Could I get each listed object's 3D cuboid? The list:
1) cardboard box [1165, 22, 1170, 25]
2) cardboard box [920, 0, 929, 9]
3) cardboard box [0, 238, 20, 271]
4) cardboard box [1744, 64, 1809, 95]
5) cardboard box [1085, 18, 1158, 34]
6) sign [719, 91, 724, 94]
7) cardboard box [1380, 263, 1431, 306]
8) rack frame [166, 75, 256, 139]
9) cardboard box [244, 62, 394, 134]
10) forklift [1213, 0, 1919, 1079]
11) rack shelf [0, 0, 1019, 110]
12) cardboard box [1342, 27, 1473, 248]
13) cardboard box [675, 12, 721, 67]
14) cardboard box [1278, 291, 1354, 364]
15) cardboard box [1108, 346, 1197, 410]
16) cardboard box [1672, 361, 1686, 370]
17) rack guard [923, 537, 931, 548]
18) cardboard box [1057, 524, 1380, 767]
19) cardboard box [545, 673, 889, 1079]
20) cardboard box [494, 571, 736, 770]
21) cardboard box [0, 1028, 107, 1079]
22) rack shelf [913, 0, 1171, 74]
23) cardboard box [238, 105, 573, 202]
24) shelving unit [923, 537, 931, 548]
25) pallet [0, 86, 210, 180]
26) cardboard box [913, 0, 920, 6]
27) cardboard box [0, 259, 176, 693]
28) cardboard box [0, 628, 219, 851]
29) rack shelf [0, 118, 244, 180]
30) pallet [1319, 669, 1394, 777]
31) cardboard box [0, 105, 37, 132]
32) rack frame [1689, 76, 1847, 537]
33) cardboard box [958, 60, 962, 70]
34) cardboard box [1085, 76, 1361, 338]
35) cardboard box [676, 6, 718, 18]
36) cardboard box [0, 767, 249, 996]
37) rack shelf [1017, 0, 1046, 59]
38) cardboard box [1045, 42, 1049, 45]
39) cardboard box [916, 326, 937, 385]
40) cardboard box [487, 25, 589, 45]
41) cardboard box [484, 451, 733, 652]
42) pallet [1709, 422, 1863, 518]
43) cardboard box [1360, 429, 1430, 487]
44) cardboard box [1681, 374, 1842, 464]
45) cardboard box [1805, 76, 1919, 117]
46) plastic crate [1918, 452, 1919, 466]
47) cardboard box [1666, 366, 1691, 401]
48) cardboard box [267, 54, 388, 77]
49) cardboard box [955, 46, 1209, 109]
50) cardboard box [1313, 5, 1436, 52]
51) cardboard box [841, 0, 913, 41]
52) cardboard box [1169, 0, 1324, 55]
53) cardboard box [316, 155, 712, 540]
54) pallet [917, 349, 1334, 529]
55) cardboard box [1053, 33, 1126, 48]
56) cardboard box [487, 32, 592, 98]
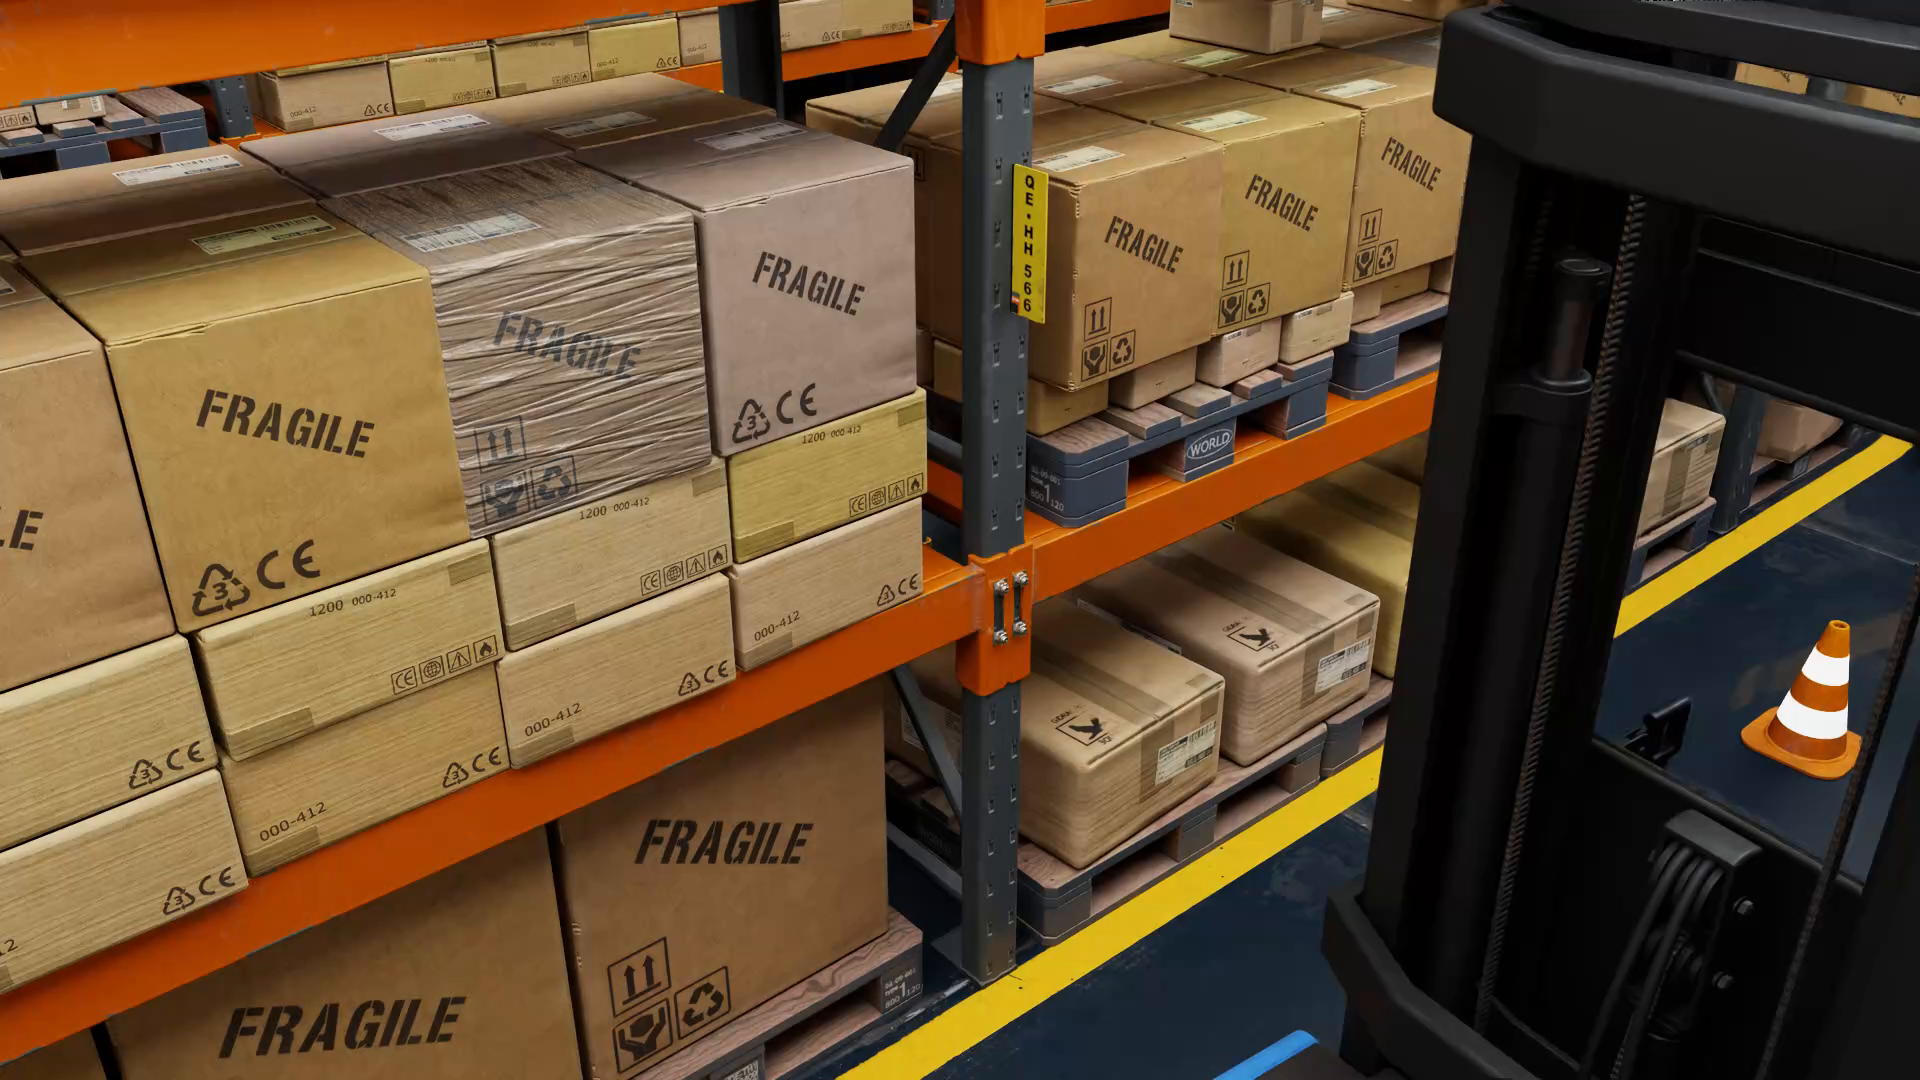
[{"bbox_3d":[1.735,-3.379,11.301,0.500,0.250,0.500,-21,35,-34],"label":"cardboard box"},{"bbox_3d":[0.109,-3.397,9.818,0.500,0.500,0.500,-23,36,-36],"label":"cardboard box"},{"bbox_3d":[-1.911,-0.269,2.904,0.500,0.500,0.500,-21,35,-34],"label":"cardboard box"},{"bbox_3d":[2.624,-1.669,5.823,0.500,0.500,0.500,-23,36,-36],"label":"cardboard box"},{"bbox_3d":[0.997,-3.411,11.361,0.500,0.250,0.500,-23,36,-36],"label":"cardboard box"},{"bbox_3d":[-0.576,-0.976,4.249,0.005,0.325,0.100,-22,35,-35],"label":"sign"},{"bbox_3d":[1.171,-0.836,4.953,0.250,0.149,0.380,-20,34,-33],"label":"cardboard box"},{"bbox_3d":[-3.441,-2.087,7.473,0.127,3.000,1.000,-22,35,-35],"label":"rack frame"},{"bbox_3d":[-2.945,-2.069,7.598,0.500,0.250,0.500,-22,35,-35],"label":"cardboard box"},{"bbox_3d":[1.460,0.495,2.715,3.031,2.935,1.130,-18,33,-30],"label":"forklift"},{"bbox_3d":[-1.738,-0.702,2.462,4.000,0.370,1.077,-22,35,-35],"label":"rack shelf"},{"bbox_3d":[1.453,-1.201,4.947,0.500,0.500,0.500,-23,36,-37],"label":"cardboard box"},{"bbox_3d":[-1.388,-2.700,8.779,0.500,0.250,0.500,-22,35,-35],"label":"cardboard box"},{"bbox_3d":[0.849,-0.634,4.575,0.250,0.149,0.380,-22,35,-35],"label":"cardboard box"},{"bbox_3d":[0.388,-0.490,4.305,0.250,0.149,0.380,-24,37,-38],"label":"cardboard box"},{"bbox_3d":[3.102,-1.112,7.325,0.500,0.500,0.500,-22,35,-36],"label":"cardboard box"},{"bbox_3d":[-0.321,0.019,6.450,0.087,0.250,0.587,-22,35,-35],"label":"rack guard"},{"bbox_3d":[0.776,0.267,5.409,0.625,0.372,0.950,-23,36,-36],"label":"cardboard box"},{"bbox_3d":[-0.796,0.625,4.207,0.875,0.875,0.875,-22,35,-35],"label":"cardboard box"},{"bbox_3d":[-0.811,0.168,3.413,0.500,0.250,0.500,-21,35,-34],"label":"cardboard box"},{"bbox_3d":[-2.158,1.170,3.187,0.875,0.875,0.875,-21,34,-34],"label":"cardboard box"},{"bbox_3d":[1.124,-3.605,11.077,4.000,0.370,1.077,-22,35,-35],"label":"rack shelf"},{"bbox_3d":[-1.121,-0.575,3.477,0.500,0.500,0.500,-22,35,-35],"label":"cardboard box"},{"bbox_3d":[0.058,-0.685,6.440,1.083,1.500,0.587,-22,35,-35],"label":"shelving unit"},{"bbox_3d":[-3.911,-1.770,7.083,1.003,0.211,1.213,-22,35,-35],"label":"pallet"},{"bbox_3d":[-0.232,-3.589,10.178,0.500,0.500,0.500,-22,35,-35],"label":"cardboard box"},{"bbox_3d":[-1.597,-0.080,2.550,0.500,0.500,0.500,-23,35,-36],"label":"cardboard box"},{"bbox_3d":[-1.579,0.258,2.714,0.500,0.250,0.500,-23,36,-36],"label":"cardboard box"},{"bbox_3d":[-4.962,-1.158,6.497,4.000,0.370,1.077,-22,35,-35],"label":"rack shelf"},{"bbox_3d":[1.307,0.312,5.943,1.213,0.211,1.003,-22,35,-35],"label":"pallet"},{"bbox_3d":[-4.033,-1.767,6.588,0.500,0.250,0.500,-24,36,-37],"label":"cardboard box"},{"bbox_3d":[2.827,-1.532,6.434,0.127,3.000,1.000,-22,35,-35],"label":"rack frame"},{"bbox_3d":[0.174,-2.760,10.142,0.500,0.250,0.500,-23,35,-36],"label":"cardboard box"},{"bbox_3d":[0.668,-0.886,4.357,0.500,0.500,0.500,-20,34,-32],"label":"cardboard box"},{"bbox_3d":[-1.385,-2.909,8.639,0.500,0.250,0.500,-21,35,-34],"label":"cardboard box"},{"bbox_3d":[-1.574,0.482,2.825,0.500,0.250,0.500,-23,35,-36],"label":"cardboard box"},{"bbox_3d":[1.305,-1.926,4.752,4.000,0.370,1.077,-22,35,-35],"label":"rack shelf"},{"bbox_3d":[0.227,-3.104,10.788,0.500,0.250,0.500,-22,35,-36],"label":"cardboard box"},{"bbox_3d":[-0.120,-0.567,4.450,0.250,0.149,0.380,-20,34,-33],"label":"cardboard box"},{"bbox_3d":[-2.153,-2.596,8.054,0.500,0.250,0.500,-23,36,-36],"label":"cardboard box"},{"bbox_3d":[-0.808,-0.065,3.318,0.500,0.250,0.500,-23,36,-36],"label":"cardboard box"},{"bbox_3d":[3.315,-0.520,7.500,1.213,0.211,1.003,-22,35,-35],"label":"pallet"},{"bbox_3d":[1.884,-0.176,6.239,0.625,0.372,0.950,-19,34,-32],"label":"cardboard box"},{"bbox_3d":[3.451,-0.588,7.140,0.500,0.250,0.500,-24,36,-37],"label":"cardboard box"},{"bbox_3d":[3.342,-1.742,6.405,0.500,0.500,0.500,-22,35,-35],"label":"cardboard box"},{"bbox_3d":[4.553,-0.431,7.471,0.402,0.080,0.583,15,32,26],"label":"plastic crate"},{"bbox_3d":[3.102,-0.782,7.502,0.500,0.250,0.500,-20,34,-33],"label":"cardboard box"},{"bbox_3d":[-2.929,-2.281,7.464,0.500,0.250,0.500,-22,35,-35],"label":"cardboard box"},{"bbox_3d":[0.335,-1.070,4.702,0.500,0.500,0.500,-23,35,-36],"label":"cardboard box"},{"bbox_3d":[1.134,-1.391,5.303,0.500,0.500,0.500,-24,36,-37],"label":"cardboard box"},{"bbox_3d":[-0.612,-2.997,9.334,0.500,0.250,0.500,-21,35,-34],"label":"cardboard box"},{"bbox_3d":[0.845,-1.557,4.925,0.250,0.149,0.380,-24,36,-37],"label":"cardboard box"},{"bbox_3d":[-0.825,-0.382,3.115,0.500,0.500,0.500,-21,35,-34],"label":"cardboard box"},{"bbox_3d":[0.257,-0.480,4.669,1.003,0.211,1.213,-22,35,-35],"label":"pallet"},{"bbox_3d":[0.940,-3.069,10.721,0.500,0.250,0.500,-21,34,-33],"label":"cardboard box"},{"bbox_3d":[-2.172,-2.381,8.182,0.500,0.250,0.500,-23,36,-36],"label":"cardboard box"}]
